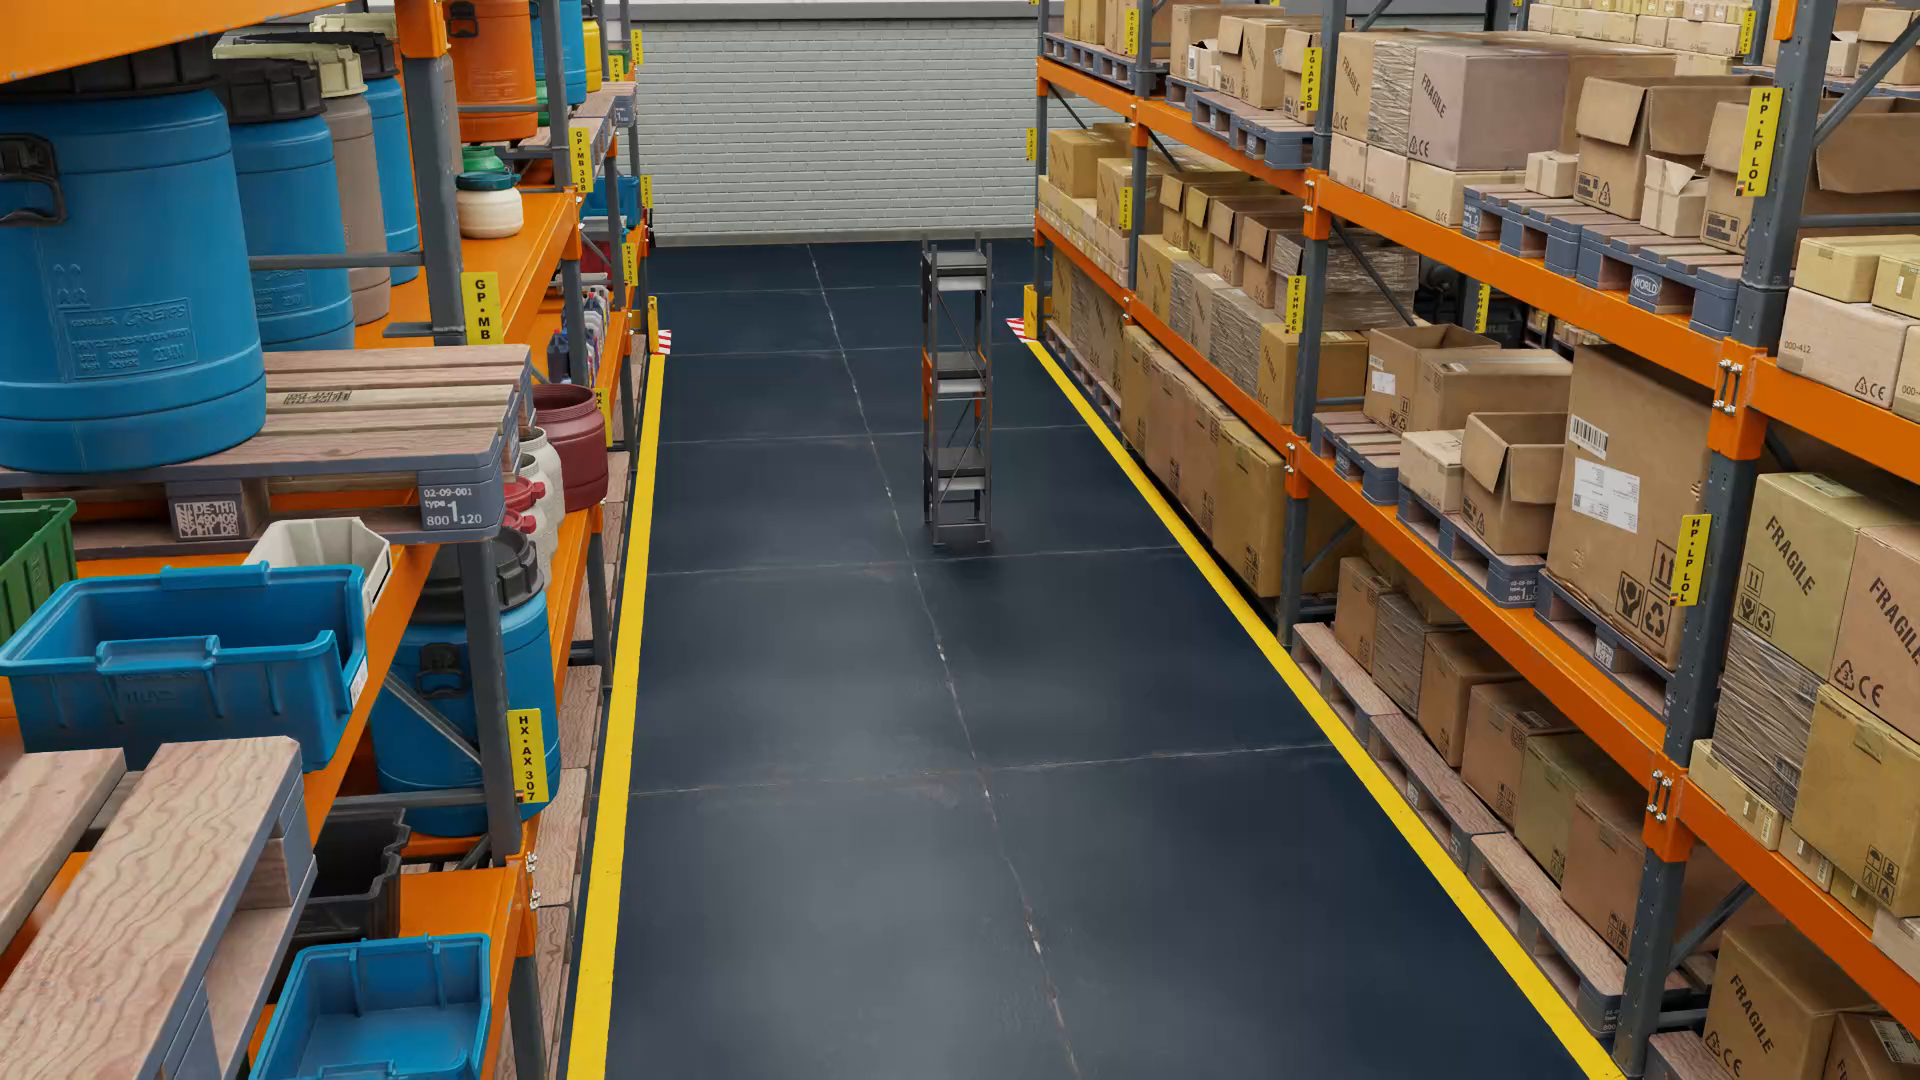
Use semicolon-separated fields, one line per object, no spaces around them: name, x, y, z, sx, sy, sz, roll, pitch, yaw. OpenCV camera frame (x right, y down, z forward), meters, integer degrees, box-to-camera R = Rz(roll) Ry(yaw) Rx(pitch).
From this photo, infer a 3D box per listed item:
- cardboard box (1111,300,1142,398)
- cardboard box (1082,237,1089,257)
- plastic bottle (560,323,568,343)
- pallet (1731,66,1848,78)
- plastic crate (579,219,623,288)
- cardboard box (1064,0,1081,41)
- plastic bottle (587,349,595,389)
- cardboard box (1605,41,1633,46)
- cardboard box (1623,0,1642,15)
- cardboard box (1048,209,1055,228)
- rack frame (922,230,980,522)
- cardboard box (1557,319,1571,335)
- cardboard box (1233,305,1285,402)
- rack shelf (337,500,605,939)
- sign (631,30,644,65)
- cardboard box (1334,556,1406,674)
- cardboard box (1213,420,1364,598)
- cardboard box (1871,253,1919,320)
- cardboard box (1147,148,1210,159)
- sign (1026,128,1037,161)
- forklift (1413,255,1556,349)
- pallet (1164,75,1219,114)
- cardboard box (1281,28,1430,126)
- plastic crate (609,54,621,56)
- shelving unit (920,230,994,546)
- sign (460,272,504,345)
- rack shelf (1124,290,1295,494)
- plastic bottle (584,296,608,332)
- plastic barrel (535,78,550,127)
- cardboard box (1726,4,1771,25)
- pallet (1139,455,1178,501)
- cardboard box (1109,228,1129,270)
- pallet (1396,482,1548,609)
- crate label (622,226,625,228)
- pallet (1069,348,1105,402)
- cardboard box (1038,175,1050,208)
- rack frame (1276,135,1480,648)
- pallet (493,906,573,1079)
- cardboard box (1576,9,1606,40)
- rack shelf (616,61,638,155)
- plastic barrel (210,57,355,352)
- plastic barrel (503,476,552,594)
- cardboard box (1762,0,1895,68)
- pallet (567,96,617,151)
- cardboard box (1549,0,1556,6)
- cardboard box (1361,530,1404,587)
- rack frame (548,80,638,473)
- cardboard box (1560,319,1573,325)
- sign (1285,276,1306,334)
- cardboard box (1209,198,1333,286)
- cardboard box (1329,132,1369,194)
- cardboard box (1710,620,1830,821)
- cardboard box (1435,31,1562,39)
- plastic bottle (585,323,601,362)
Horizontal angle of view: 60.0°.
cardboard box;1.832;-1.621;14.205;0.875;0.875;0.875;-3;21;-8
cardboard box;1.294;-2.603;14.758;0.380;0.149;0.250;-3;21;-9
plastic bottle;-2.620;-1.316;11.136;0.097;0.271;0.097;0;20;0
pallet;6.754;-3.500;12.781;1.213;0.211;1.003;-3;21;-8
plastic crate;-2.934;-2.317;13.455;0.402;0.464;0.583;-3;21;-8
cardboard box;1.361;-4.889;15.346;0.700;0.500;0.500;-4;21;-10
plastic bottle;-2.341;-1.066;10.450;0.061;0.283;0.133;-3;21;-8
cardboard box;6.228;-4.414;15.174;0.500;0.250;0.500;-3;21;-8
cardboard box;6.186;-4.786;14.885;0.380;0.149;0.250;-3;21;-9
cardboard box;1.071;-3.137;16.187;0.380;0.149;0.250;-3;21;-9
rack frame;-0.059;-1.125;11.728;0.400;2.100;0.015;-3;21;-8
cardboard box;6.173;-2.101;16.528;0.380;0.149;0.250;-3;21;-8
cardboard box;2.042;-1.180;10.445;0.500;0.500;0.500;-3;21;-8
rack shelf;-2.189;0.477;7.179;1.077;0.370;4.000;-3;21;-8
sign;-3.088;-4.711;15.906;0.100;0.325;0.005;-3;21;-8
cardboard box;2.541;0.394;9.318;0.700;0.500;0.500;-4;21;-11
cardboard box;2.345;-0.243;10.517;1.225;0.875;0.875;-4;21;-10
cardboard box;2.848;-0.722;4.719;0.380;0.149;0.250;-4;21;-10
cardboard box;1.889;-3.137;14.545;0.500;0.500;0.500;-4;21;-9
sign;0.721;-3.988;16.757;0.100;0.325;0.005;-3;21;-8
forklift;4.239;-2.208;13.440;1.130;2.935;3.031;-3;21;-8
pallet;2.029;-3.187;11.949;0.805;0.209;1.217;-4;21;-10
cardboard box;2.265;-2.660;9.515;0.797;0.503;0.637;-2;21;-5
plastic crate;-2.961;-3.725;13.302;0.497;0.269;0.590;-3;21;-8
shelving unit;-0.024;-1.041;11.502;0.431;2.100;0.503;-3;21;-8
sign;-1.354;-0.600;4.737;0.100;0.325;0.005;-3;21;-8
rack shelf;2.136;-1.157;11.556;1.077;0.370;4.000;-3;21;-8
plastic bottle;-2.624;-1.632;11.976;0.152;0.276;0.135;-3;21;-8
plastic barrel;-2.402;-2.460;9.349;0.294;0.245;0.294;0;20;0
cardboard box;6.454;-4.252;13.457;0.380;0.149;0.250;-4;21;-10
pallet;2.033;-0.617;13.067;1.003;0.211;1.213;-3;21;-8
cardboard box;1.524;-2.396;13.632;0.500;0.250;0.500;-3;21;-9
pallet;2.750;-0.029;7.780;1.003;0.211;1.213;-3;21;-8
crate label;-3.242;-2.757;15.102;0.396;0.136;0.243;-3;21;-8
pallet;1.636;-1.571;15.621;1.003;0.211;1.213;-3;21;-8
cardboard box;1.073;-3.461;16.485;0.500;0.250;0.500;-3;21;-9
rack frame;2.424;-0.802;9.576;1.000;3.000;0.127;-3;21;-8
pallet;-2.052;1.869;6.410;1.003;0.211;1.213;-3;21;-8
cardboard box;6.137;-4.835;15.586;0.500;0.250;0.500;-3;21;-7
rack shelf;-3.342;-3.698;14.070;1.077;0.370;4.000;-3;21;-8
plastic barrel;-2.189;-0.972;5.029;0.600;0.901;0.708;-3;21;-8
plastic barrel;-1.989;0.023;7.173;0.433;0.535;0.433;0;20;0
cardboard box;6.716;-3.914;12.878;0.700;0.500;0.500;-3;21;-8
pallet;-2.678;-2.595;10.359;1.003;0.211;1.213;-3;21;-8
cardboard box;6.034;-5.330;16.343;0.380;0.149;0.250;-2;21;-6
cardboard box;2.550;0.042;9.188;0.500;0.250;0.500;-2;21;-6
rack frame;-3.054;-1.937;12.615;1.000;3.000;0.127;-3;21;-8
cardboard box;6.183;-2.234;16.459;0.380;0.149;0.250;-4;21;-10
sign;1.875;-1.315;9.295;0.100;0.325;0.005;-3;21;-8
cardboard box;2.140;-2.030;11.288;0.797;0.503;0.637;-2;21;-6
cardboard box;2.240;-1.961;8.607;0.500;0.250;0.500;-3;21;-7
cardboard box;3.004;0.556;5.373;0.875;0.500;0.500;-3;21;-8
cardboard box;2.740;-2.335;8.538;0.500;0.500;0.500;-2;21;-6
plastic bottle;-2.499;-1.331;11.169;0.152;0.276;0.135;-3;21;-8
